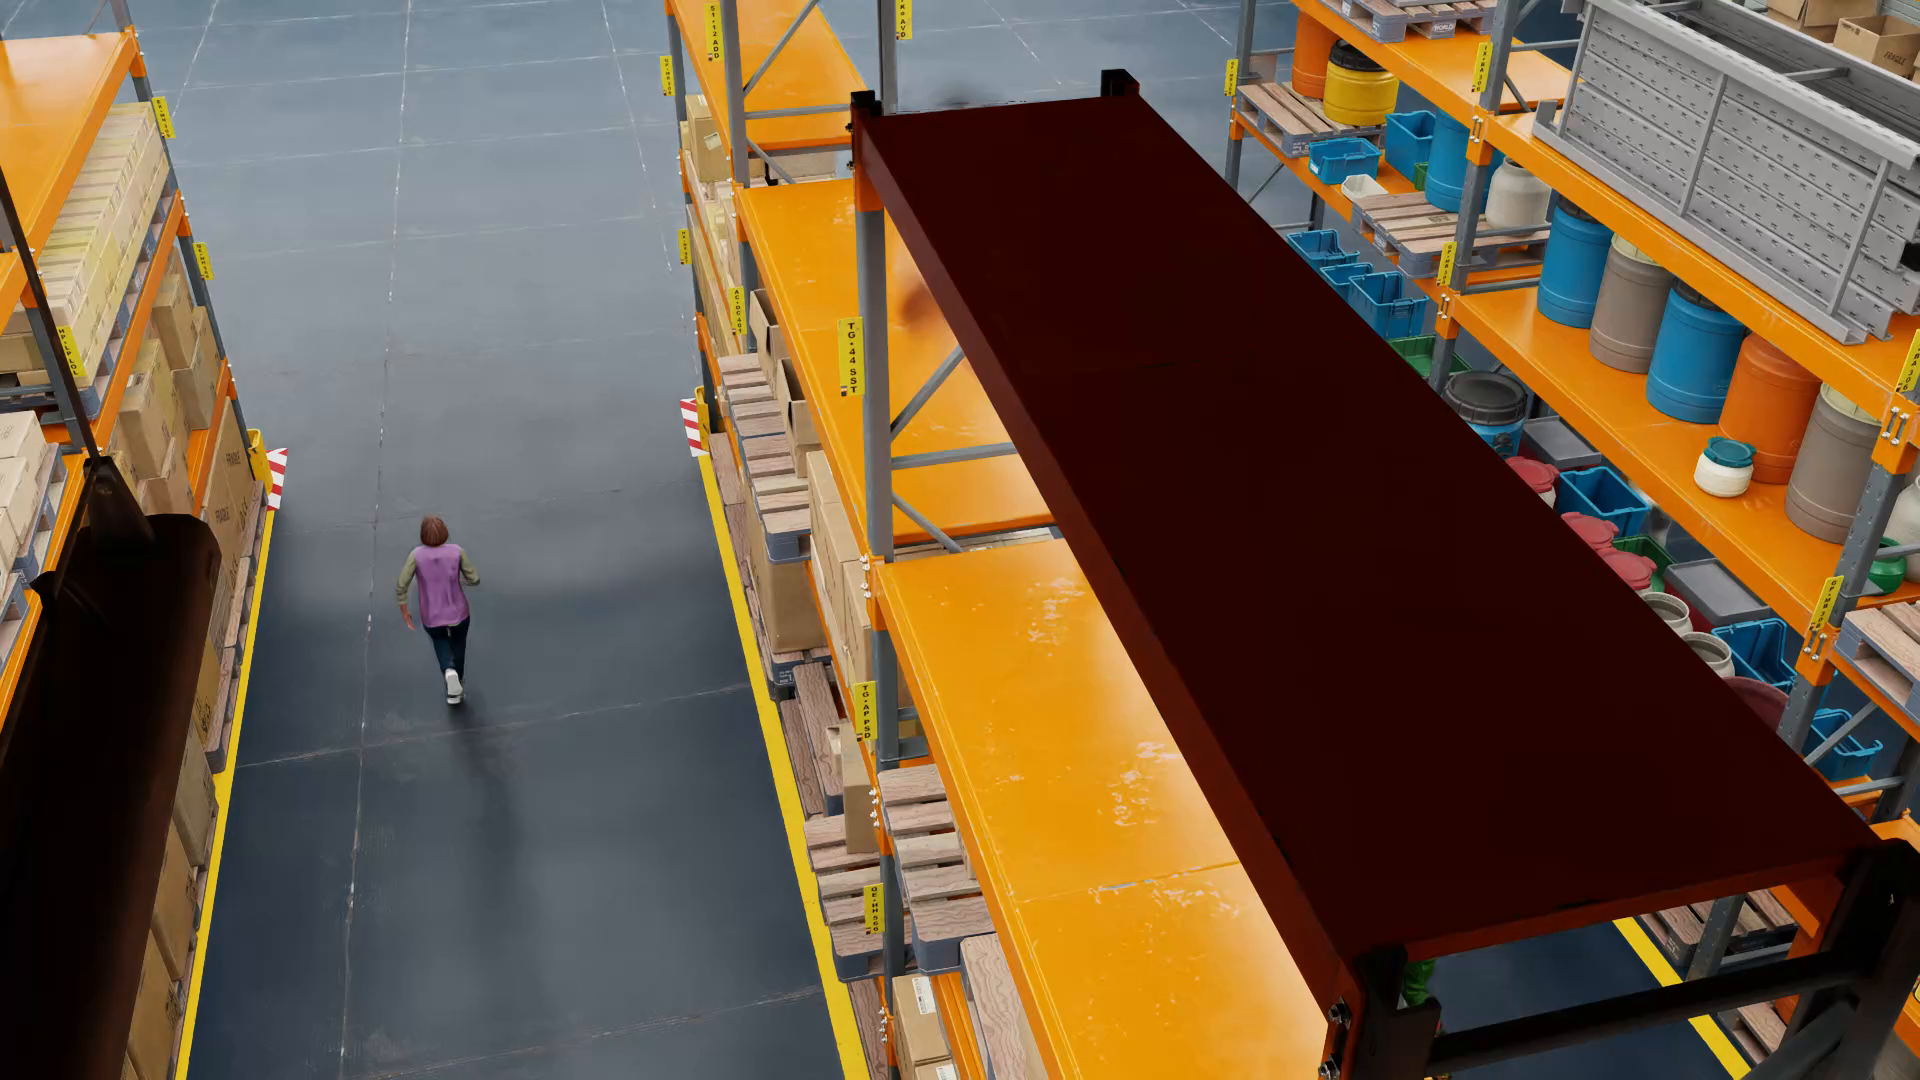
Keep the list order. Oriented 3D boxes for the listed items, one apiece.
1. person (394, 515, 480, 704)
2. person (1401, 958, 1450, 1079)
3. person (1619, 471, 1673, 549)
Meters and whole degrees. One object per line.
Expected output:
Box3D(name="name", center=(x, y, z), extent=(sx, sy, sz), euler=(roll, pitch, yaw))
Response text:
Box3D(name="person", center=(-3.718, 0.538, 11.979), extent=(0.578, 1.546, 0.640), euler=(-11, 36, -15))
Box3D(name="person", center=(2.485, 2.202, 9.243), extent=(0.657, 1.776, 0.968), euler=(-16, 37, -21))
Box3D(name="person", center=(5.454, -0.332, 13.127), extent=(0.541, 1.633, 0.610), euler=(9, 35, 13))
